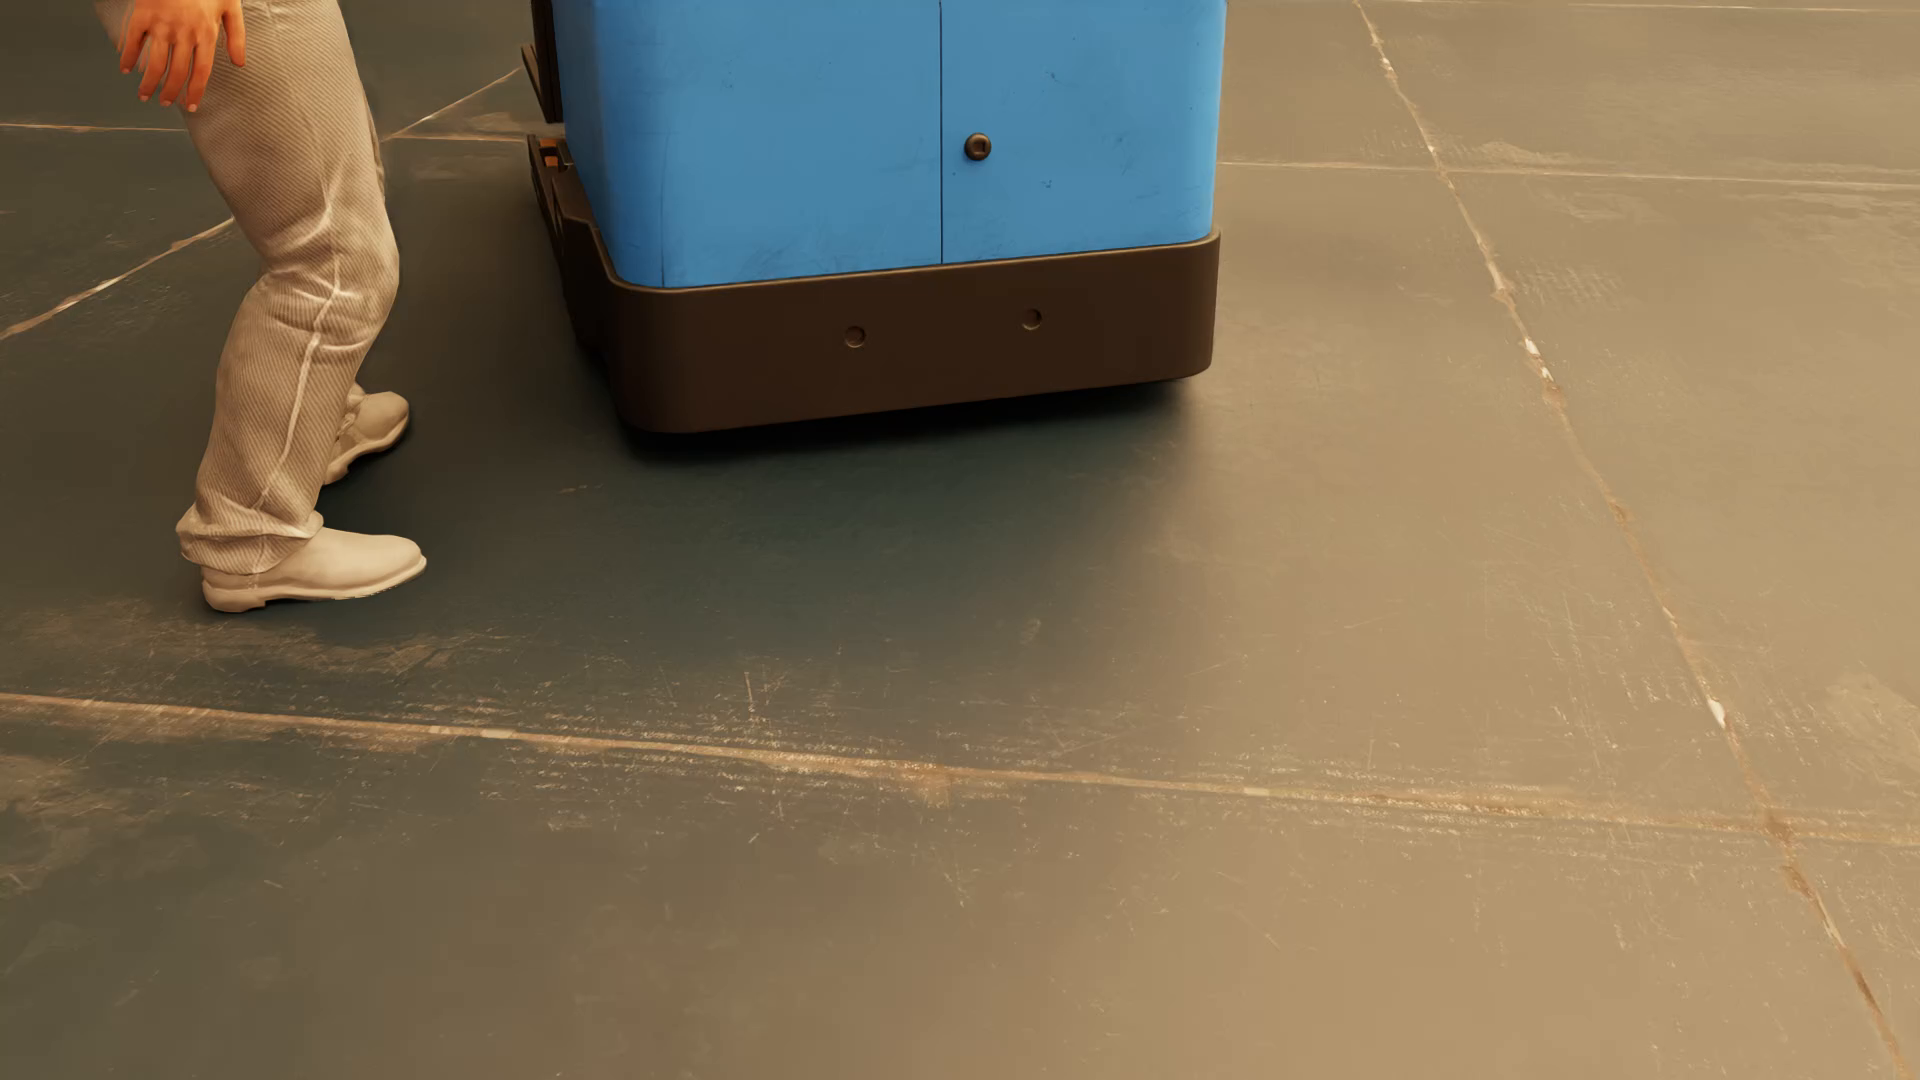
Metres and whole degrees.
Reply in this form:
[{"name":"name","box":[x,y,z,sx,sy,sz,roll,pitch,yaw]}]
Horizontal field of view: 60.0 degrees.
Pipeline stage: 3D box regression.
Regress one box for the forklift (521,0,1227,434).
[{"name":"forklift","box":[-0.460,-2.120,3.467,1.130,2.935,3.031,-8,28,-15]}]

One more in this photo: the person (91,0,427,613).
[{"name":"person","box":[-0.923,-0.781,2.132,0.459,1.745,0.853,-12,29,-23]}]
